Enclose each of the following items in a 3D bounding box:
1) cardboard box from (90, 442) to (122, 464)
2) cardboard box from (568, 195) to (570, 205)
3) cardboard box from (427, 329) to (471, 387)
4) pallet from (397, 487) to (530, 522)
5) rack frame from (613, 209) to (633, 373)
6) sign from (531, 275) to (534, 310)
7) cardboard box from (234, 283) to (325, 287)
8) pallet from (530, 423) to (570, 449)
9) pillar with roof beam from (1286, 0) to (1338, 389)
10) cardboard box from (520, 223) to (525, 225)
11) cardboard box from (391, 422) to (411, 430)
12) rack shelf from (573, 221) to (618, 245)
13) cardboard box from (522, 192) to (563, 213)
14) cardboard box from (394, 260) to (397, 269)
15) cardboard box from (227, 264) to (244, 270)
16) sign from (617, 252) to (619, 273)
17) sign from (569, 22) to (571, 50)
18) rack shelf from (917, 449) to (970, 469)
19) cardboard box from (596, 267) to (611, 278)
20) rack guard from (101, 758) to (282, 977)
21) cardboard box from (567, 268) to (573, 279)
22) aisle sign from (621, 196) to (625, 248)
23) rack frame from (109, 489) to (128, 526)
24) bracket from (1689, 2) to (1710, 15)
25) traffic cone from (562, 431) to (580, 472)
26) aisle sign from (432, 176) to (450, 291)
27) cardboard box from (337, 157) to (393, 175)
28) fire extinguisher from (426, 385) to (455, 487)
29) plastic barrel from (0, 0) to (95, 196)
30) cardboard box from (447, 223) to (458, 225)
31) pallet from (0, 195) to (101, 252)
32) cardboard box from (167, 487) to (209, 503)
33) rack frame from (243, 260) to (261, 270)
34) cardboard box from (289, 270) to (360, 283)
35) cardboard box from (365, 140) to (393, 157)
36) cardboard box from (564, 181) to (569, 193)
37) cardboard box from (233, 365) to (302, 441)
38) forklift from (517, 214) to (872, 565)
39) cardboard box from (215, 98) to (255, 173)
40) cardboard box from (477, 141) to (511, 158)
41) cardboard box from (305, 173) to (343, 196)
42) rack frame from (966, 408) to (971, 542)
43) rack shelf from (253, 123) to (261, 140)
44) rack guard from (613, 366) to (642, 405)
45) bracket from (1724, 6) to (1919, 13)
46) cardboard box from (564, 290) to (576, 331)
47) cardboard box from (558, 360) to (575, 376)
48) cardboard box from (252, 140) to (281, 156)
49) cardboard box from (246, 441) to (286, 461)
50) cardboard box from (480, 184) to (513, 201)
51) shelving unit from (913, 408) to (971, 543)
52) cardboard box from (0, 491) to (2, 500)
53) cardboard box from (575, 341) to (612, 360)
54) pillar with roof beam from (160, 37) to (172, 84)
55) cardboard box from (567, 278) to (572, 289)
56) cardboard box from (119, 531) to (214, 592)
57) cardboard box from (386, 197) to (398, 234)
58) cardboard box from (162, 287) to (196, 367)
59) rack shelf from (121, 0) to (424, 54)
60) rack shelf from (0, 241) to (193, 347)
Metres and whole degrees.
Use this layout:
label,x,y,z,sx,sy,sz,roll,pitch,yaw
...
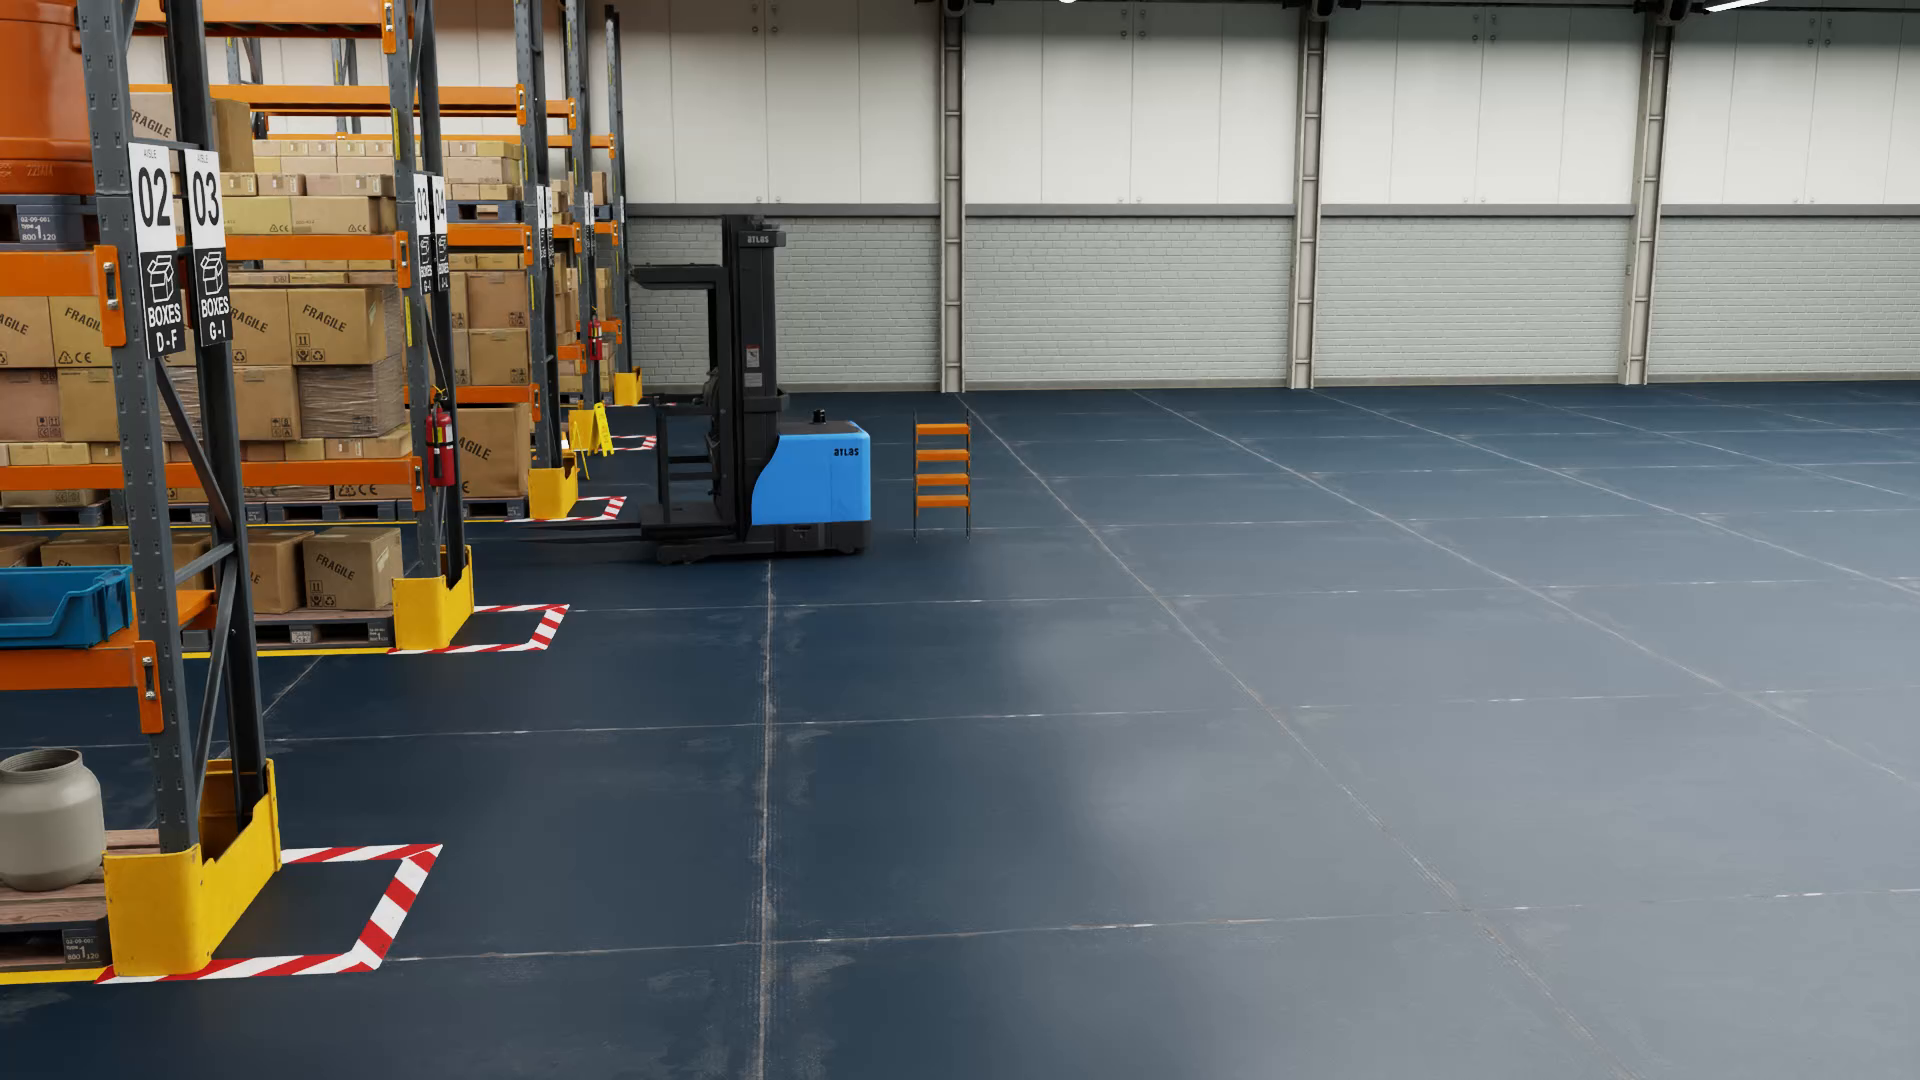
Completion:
label,x,y,z,sx,sy,sz,roll,pitch,yaw
cardboard box,-5.690,-0.619,11.274,0.250,0.149,0.380,-1,11,-6
cardboard box,-6.094,-5.211,25.510,0.250,0.149,0.380,-2,11,-8
cardboard box,-5.037,-1.826,16.373,0.550,0.550,0.875,-1,11,-6
pallet,-4.915,-0.384,16.658,1.213,0.211,1.003,-1,11,-6
rack frame,-5.303,-3.683,26.210,0.127,3.000,1.000,-1,11,-6
sign,-4.084,-2.364,15.885,0.005,0.325,0.100,-1,11,-6
cardboard box,-4.767,-1.548,11.728,0.500,0.500,0.500,-1,11,-6
pallet,-5.650,-1.352,21.577,1.213,0.211,1.003,-1,11,-6
pillar with roof beam,6.302,-6.210,23.508,0.548,9.000,9.100,-1,11,-6
cardboard box,-5.332,-4.008,20.734,0.250,0.149,0.380,-1,11,-6
cardboard box,-4.002,-0.748,11.928,0.250,0.149,0.380,-1,11,-6
rack shelf,-7.292,-4.760,25.778,4.000,0.370,1.077,-1,11,-6
cardboard box,-5.243,-4.213,20.747,0.500,0.250,0.500,-1,11,-7
cardboard box,-6.759,-3.341,20.848,0.500,0.500,0.700,-1,11,-6
cardboard box,-9.246,-3.426,21.098,0.250,0.149,0.380,-1,11,-6
sign,-5.258,-4.263,25.544,0.005,0.325,0.100,-1,11,-6
sign,-4.724,-6.104,20.140,0.005,0.325,0.100,-1,11,-6
rack shelf,-0.165,-0.739,15.087,0.480,0.148,0.258,-1,11,-6
cardboard box,-5.660,-4.231,26.282,0.250,0.149,0.380,-1,11,-7
rack guard,-3.229,1.356,7.057,0.348,0.500,1.175,-1,11,-6
cardboard box,-6.136,-4.127,25.755,0.250,0.149,0.380,-1,11,-5
aisle sign,-5.206,-4.904,25.679,0.004,0.787,0.394,-1,11,-6
rack frame,-8.105,-1.701,16.126,0.127,3.000,1.000,-1,11,-6
bracket,12.253,-8.867,27.694,0.430,0.232,0.235,-1,11,-6
traffic cone,-4.594,-1.025,19.262,0.334,0.463,0.336,-1,11,-6
aisle sign,-3.664,-2.165,11.749,0.004,0.787,0.394,-1,11,-6
cardboard box,-5.581,-3.499,15.767,0.500,0.250,0.500,-1,11,-6
fire extinguisher,-3.530,-0.707,11.271,0.183,0.674,0.296,-1,11,-6
plastic barrel,-3.628,-1.735,6.323,0.708,0.830,0.600,-1,11,-6
cardboard box,-6.364,-3.998,20.684,0.250,0.149,0.380,-2,11,-8
pallet,-3.991,-1.262,6.606,1.213,0.211,1.003,-1,11,-6
cardboard box,-7.472,-0.864,16.289,0.875,0.875,0.875,-1,11,-5
rack frame,-8.740,-2.648,20.944,0.127,3.000,1.000,-1,11,-6
cardboard box,-6.123,-2.337,16.172,0.500,0.550,0.875,-1,11,-6
cardboard box,-5.435,-3.686,15.685,0.250,0.149,0.380,-1,11,-6
cardboard box,-5.139,-4.503,21.187,0.250,0.149,0.380,-1,11,-6
cardboard box,-4.727,-0.986,11.461,0.500,0.500,0.875,-1,11,-6
forklift,-2.342,-1.340,14.466,3.031,2.935,1.130,-2,11,-12
cardboard box,-5.198,-2.764,11.431,0.500,0.500,0.500,-1,11,-6
cardboard box,-4.427,-3.707,15.791,0.250,0.149,0.380,-1,11,-6
cardboard box,-4.207,-2.376,11.141,0.250,0.149,0.380,-2,11,-8
rack frame,0.078,-0.590,15.143,0.015,1.200,0.240,-1,11,-6
rack shelf,-10.728,-5.001,20.262,4.000,0.370,1.077,-1,11,-6
rack guard,-5.279,-2.457,26.453,0.348,0.500,1.175,-1,11,-6
bracket,14.831,-8.921,27.969,4.783,0.066,0.076,-1,11,-6
cardboard box,-5.264,-2.970,21.550,0.500,0.500,0.500,-1,11,-7
cardboard box,-6.253,-2.707,25.987,0.500,0.250,0.500,-1,11,-7
cardboard box,-6.441,-3.665,15.577,0.250,0.149,0.380,-1,11,-6
cardboard box,-4.696,-0.640,11.380,0.250,0.149,0.380,-1,11,-6
cardboard box,-4.422,-3.316,15.869,0.250,0.149,0.380,-1,11,-6
shelving unit,-0.165,-0.585,15.117,0.503,1.200,0.258,-1,11,-6
cardboard box,-9.672,-0.754,16.051,0.750,0.750,1.050,-1,11,-6
cardboard box,-5.727,-2.961,25.985,0.500,0.250,0.500,-1,11,-4
pillar with roof beam,-11.593,-5.835,21.601,0.548,9.000,9.100,-1,11,-6
cardboard box,-6.133,-3.985,25.804,0.250,0.149,0.380,-1,11,-5
cardboard box,-5.531,0.228,11.707,0.500,0.500,0.500,0,11,-1
cardboard box,-4.200,-2.269,11.627,0.500,0.250,0.500,-1,11,-4
cardboard box,-5.207,-1.436,11.158,0.500,0.500,0.500,-1,11,-6
rack shelf,-5.682,-3.378,10.980,4.000,0.370,1.077,-1,11,-6
rack shelf,-5.147,-0.958,6.438,4.000,0.370,1.077,-1,11,-6
